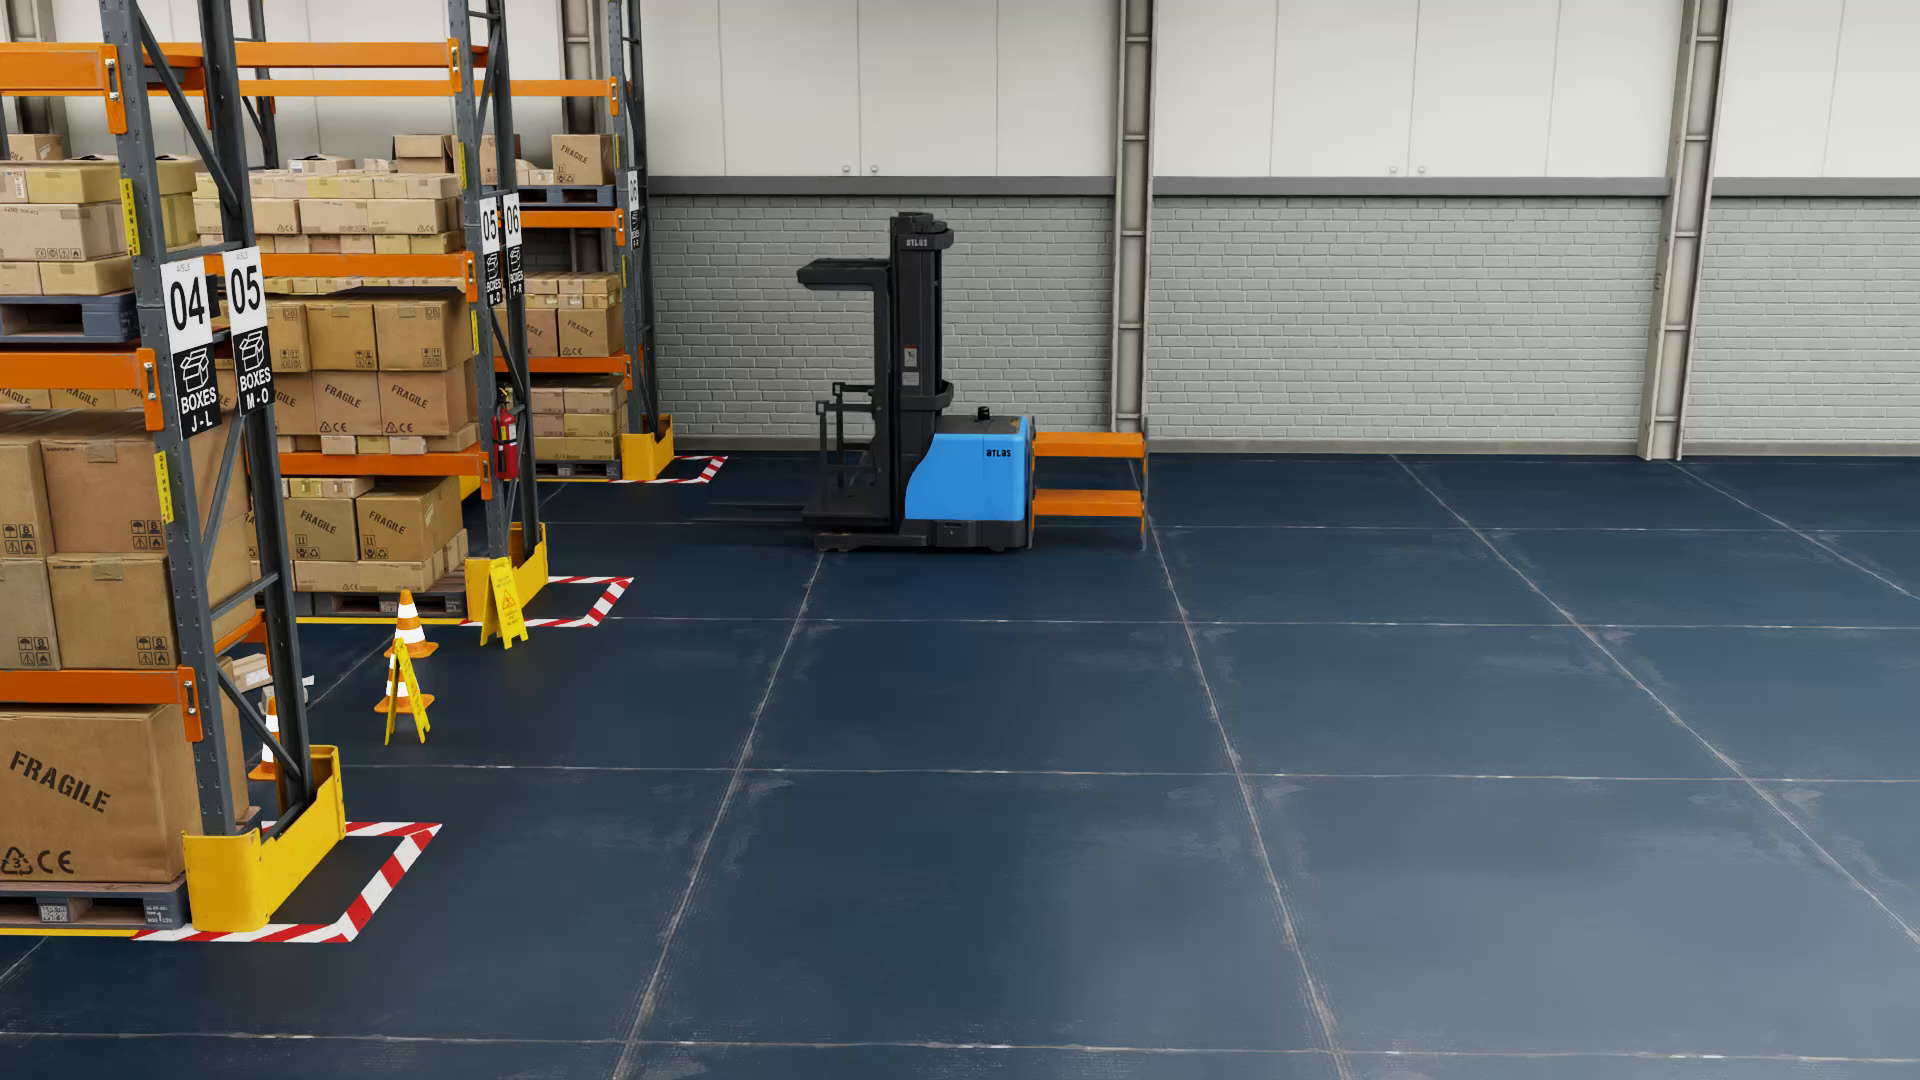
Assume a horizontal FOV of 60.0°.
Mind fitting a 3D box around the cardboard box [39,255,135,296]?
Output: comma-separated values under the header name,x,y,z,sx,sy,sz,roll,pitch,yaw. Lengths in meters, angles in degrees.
name,x,y,z,sx,sy,sz,roll,pitch,yaw
cardboard box,-3.918,-1.197,7.499,0.250,0.149,0.380,0,15,1

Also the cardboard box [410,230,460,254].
name,x,y,z,sx,sy,sz,roll,pitch,yaw
cardboard box,-3.915,-2.223,12.410,0.250,0.149,0.380,0,15,2

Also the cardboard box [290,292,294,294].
name,x,y,z,sx,sy,sz,roll,pitch,yaw
cardboard box,-7.115,-2.548,17.561,0.250,0.149,0.380,0,15,1

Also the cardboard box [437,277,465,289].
name,x,y,z,sx,sy,sz,roll,pitch,yaw
cardboard box,-5.326,-2.692,17.524,0.250,0.149,0.380,1,15,2

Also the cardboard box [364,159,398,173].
name,x,y,z,sx,sy,sz,roll,pitch,yaw
cardboard box,-5.951,-3.805,17.157,0.258,0.266,0.396,0,15,0

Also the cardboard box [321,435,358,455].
name,x,y,z,sx,sy,sz,roll,pitch,yaw
cardboard box,-4.701,-0.764,12.760,0.250,0.149,0.380,1,15,2

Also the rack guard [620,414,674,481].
name,x,y,z,sx,sy,sz,roll,pitch,yaw
rack guard,-3.405,-1.021,18.138,0.348,0.500,1.175,0,15,1

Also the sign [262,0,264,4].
name,x,y,z,sx,sy,sz,roll,pitch,yaw
sign,-7.389,-5.826,17.550,0.005,0.325,0.100,0,15,1

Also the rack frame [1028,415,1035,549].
name,x,y,z,sx,sy,sz,roll,pitch,yaw
rack frame,0.649,-0.526,15.038,0.032,1.125,0.500,1,15,4

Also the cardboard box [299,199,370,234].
name,x,y,z,sx,sy,sz,roll,pitch,yaw
cardboard box,-4.573,-2.427,12.399,0.500,0.250,0.500,0,15,1

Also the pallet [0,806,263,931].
name,x,y,z,sx,sy,sz,roll,pitch,yaw
pallet,-4.378,1.663,8.535,1.213,0.211,1.003,0,15,1

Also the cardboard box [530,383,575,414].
name,x,y,z,sx,sy,sz,roll,pitch,yaw
cardboard box,-4.407,-1.512,17.707,0.500,0.250,0.500,1,15,2

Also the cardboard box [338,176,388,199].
name,x,y,z,sx,sy,sz,roll,pitch,yaw
cardboard box,-4.410,-2.613,12.325,0.250,0.149,0.380,0,15,1

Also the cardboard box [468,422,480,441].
name,x,y,z,sx,sy,sz,roll,pitch,yaw
cardboard box,-3.886,-0.897,13.263,0.250,0.149,0.380,0,15,2

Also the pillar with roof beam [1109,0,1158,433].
name,x,y,z,sx,sy,sz,roll,pitch,yaw
pillar with roof beam,1.787,-4.228,13.634,0.400,9.000,9.100,0,15,1

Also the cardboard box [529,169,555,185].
name,x,y,z,sx,sy,sz,roll,pitch,yaw
cardboard box,-4.265,-3.738,17.130,0.250,0.149,0.380,0,15,0

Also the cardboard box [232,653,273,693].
name,x,y,z,sx,sy,sz,roll,pitch,yaw
cardboard box,-4.913,0.922,11.466,0.250,0.149,0.380,9,17,30

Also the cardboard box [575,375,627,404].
name,x,y,z,sx,sy,sz,roll,pitch,yaw
cardboard box,-3.904,-1.638,18.185,0.500,0.250,0.500,0,15,1

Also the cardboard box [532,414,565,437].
name,x,y,z,sx,sy,sz,roll,pitch,yaw
cardboard box,-4.424,-1.274,17.786,0.500,0.250,0.500,0,15,1

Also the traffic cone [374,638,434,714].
name,x,y,z,sx,sy,sz,roll,pitch,yaw
traffic cone,-3.703,0.875,11.028,0.334,0.463,0.336,0,15,1

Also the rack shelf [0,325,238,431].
name,x,y,z,sx,sy,sz,roll,pitch,yaw
rack shelf,-5.576,-0.816,7.993,4.000,0.370,1.077,0,15,1

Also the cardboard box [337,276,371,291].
name,x,y,z,sx,sy,sz,roll,pitch,yaw
cardboard box,-6.342,-2.678,17.468,0.250,0.149,0.380,1,15,3

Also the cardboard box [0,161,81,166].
name,x,y,z,sx,sy,sz,roll,pitch,yaw
cardboard box,-4.409,-1.753,8.045,0.250,0.149,0.380,0,15,1

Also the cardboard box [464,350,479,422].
name,x,y,z,sx,sy,sz,roll,pitch,yaw
cardboard box,-4.018,-1.230,13.251,0.500,0.500,0.500,0,15,1

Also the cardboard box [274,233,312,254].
name,x,y,z,sx,sy,sz,roll,pitch,yaw
cardboard box,-4.932,-2.235,12.455,0.250,0.149,0.380,0,15,1

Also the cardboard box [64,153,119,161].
name,x,y,z,sx,sy,sz,roll,pitch,yaw
cardboard box,-8.924,-3.862,17.283,0.500,0.311,0.500,0,15,0

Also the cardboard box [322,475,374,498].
name,x,y,z,sx,sy,sz,roll,pitch,yaw
cardboard box,-4.728,-0.437,12.853,0.250,0.149,0.380,1,15,3

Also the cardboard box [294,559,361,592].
name,x,y,z,sx,sy,sz,roll,pitch,yaw
cardboard box,-4.884,0.221,13.100,0.500,0.250,0.500,0,15,2

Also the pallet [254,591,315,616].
name,x,y,z,sx,sy,sz,roll,pitch,yaw
pallet,-5.655,0.361,13.467,1.213,0.211,1.003,0,15,1

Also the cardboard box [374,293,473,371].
name,x,y,z,sx,sy,sz,roll,pitch,yaw
cardboard box,-4.068,-1.587,12.645,0.500,0.500,0.700,0,15,0

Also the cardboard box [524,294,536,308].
name,x,y,z,sx,sy,sz,roll,pitch,yaw
cardboard box,-4.544,-2.538,17.523,0.250,0.149,0.380,0,15,1

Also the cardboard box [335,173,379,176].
name,x,y,z,sx,sy,sz,roll,pitch,yaw
cardboard box,-4.651,-2.768,12.911,0.250,0.149,0.380,0,15,1

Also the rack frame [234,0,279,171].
name,x,y,z,sx,sy,sz,roll,pitch,yaw
rack frame,-7.427,-5.156,17.154,0.127,3.000,1.000,0,15,1

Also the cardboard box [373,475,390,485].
name,x,y,z,sx,sy,sz,roll,pitch,yaw
cardboard box,-4.897,-0.278,13.520,0.500,0.500,0.500,0,15,-1

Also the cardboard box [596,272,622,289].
name,x,y,z,sx,sy,sz,roll,pitch,yaw
cardboard box,-3.759,-2.792,17.901,0.250,0.149,0.380,0,15,0

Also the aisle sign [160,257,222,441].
name,x,y,z,sx,sy,sz,roll,pitch,yaw
aisle sign,-3.514,-0.881,7.612,0.004,0.787,0.394,0,15,1

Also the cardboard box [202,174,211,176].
name,x,y,z,sx,sy,sz,roll,pitch,yaw
cardboard box,-5.675,-2.772,12.926,0.250,0.149,0.380,1,15,2

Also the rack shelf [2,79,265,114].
name,x,y,z,sx,sy,sz,roll,pitch,yaw
rack shelf,-9.427,-4.628,17.346,4.000,0.370,1.077,0,15,1

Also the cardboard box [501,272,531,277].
name,x,y,z,sx,sy,sz,roll,pitch,yaw
cardboard box,-4.795,-2.801,17.936,0.250,0.149,0.380,1,15,3

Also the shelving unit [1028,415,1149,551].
name,x,y,z,sx,sy,sz,roll,pitch,yaw
shelving unit,1.156,-0.516,15.002,1.048,1.125,0.538,1,15,4

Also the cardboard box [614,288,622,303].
name,x,y,z,sx,sy,sz,roll,pitch,yaw
cardboard box,-3.761,-2.660,17.984,0.250,0.149,0.380,0,15,0

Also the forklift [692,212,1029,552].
name,x,y,z,sx,sy,sz,roll,pitch,yaw
forklift,-0.901,-1.442,14.971,3.031,2.935,1.130,1,15,4

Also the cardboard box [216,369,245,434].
name,x,y,z,sx,sy,sz,roll,pitch,yaw
cardboard box,-5.608,-1.106,12.782,0.500,0.500,0.500,1,15,2

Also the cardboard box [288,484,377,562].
name,x,y,z,sx,sy,sz,roll,pitch,yaw
cardboard box,-4.881,-0.141,13.001,0.500,0.500,0.500,1,15,4

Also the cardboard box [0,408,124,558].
name,x,y,z,sx,sy,sz,roll,pitch,yaw
cardboard box,-4.499,-0.288,8.049,0.550,0.550,0.875,0,15,1

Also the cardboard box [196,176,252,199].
name,x,y,z,sx,sy,sz,roll,pitch,yaw
cardboard box,-5.431,-2.606,12.298,0.250,0.149,0.380,1,15,3

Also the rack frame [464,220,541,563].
name,x,y,z,sx,sy,sz,roll,pitch,yaw
rack frame,-3.552,-0.964,13.022,0.127,3.000,1.000,0,15,1

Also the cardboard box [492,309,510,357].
name,x,y,z,sx,sy,sz,roll,pitch,yaw
cardboard box,-4.958,-2.223,17.600,0.500,0.500,0.500,0,15,0

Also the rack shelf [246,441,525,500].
name,x,y,z,sx,sy,sz,roll,pitch,yaw
rack shelf,-5.551,-0.629,13.163,4.000,0.370,1.077,0,15,1

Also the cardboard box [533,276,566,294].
name,x,y,z,sx,sy,sz,roll,pitch,yaw
cardboard box,-4.302,-2.672,17.448,0.250,0.149,0.380,1,15,3

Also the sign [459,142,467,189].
name,x,y,z,sx,sy,sz,roll,pitch,yaw
sign,-3.586,-2.701,11.991,0.005,0.325,0.100,0,15,1
